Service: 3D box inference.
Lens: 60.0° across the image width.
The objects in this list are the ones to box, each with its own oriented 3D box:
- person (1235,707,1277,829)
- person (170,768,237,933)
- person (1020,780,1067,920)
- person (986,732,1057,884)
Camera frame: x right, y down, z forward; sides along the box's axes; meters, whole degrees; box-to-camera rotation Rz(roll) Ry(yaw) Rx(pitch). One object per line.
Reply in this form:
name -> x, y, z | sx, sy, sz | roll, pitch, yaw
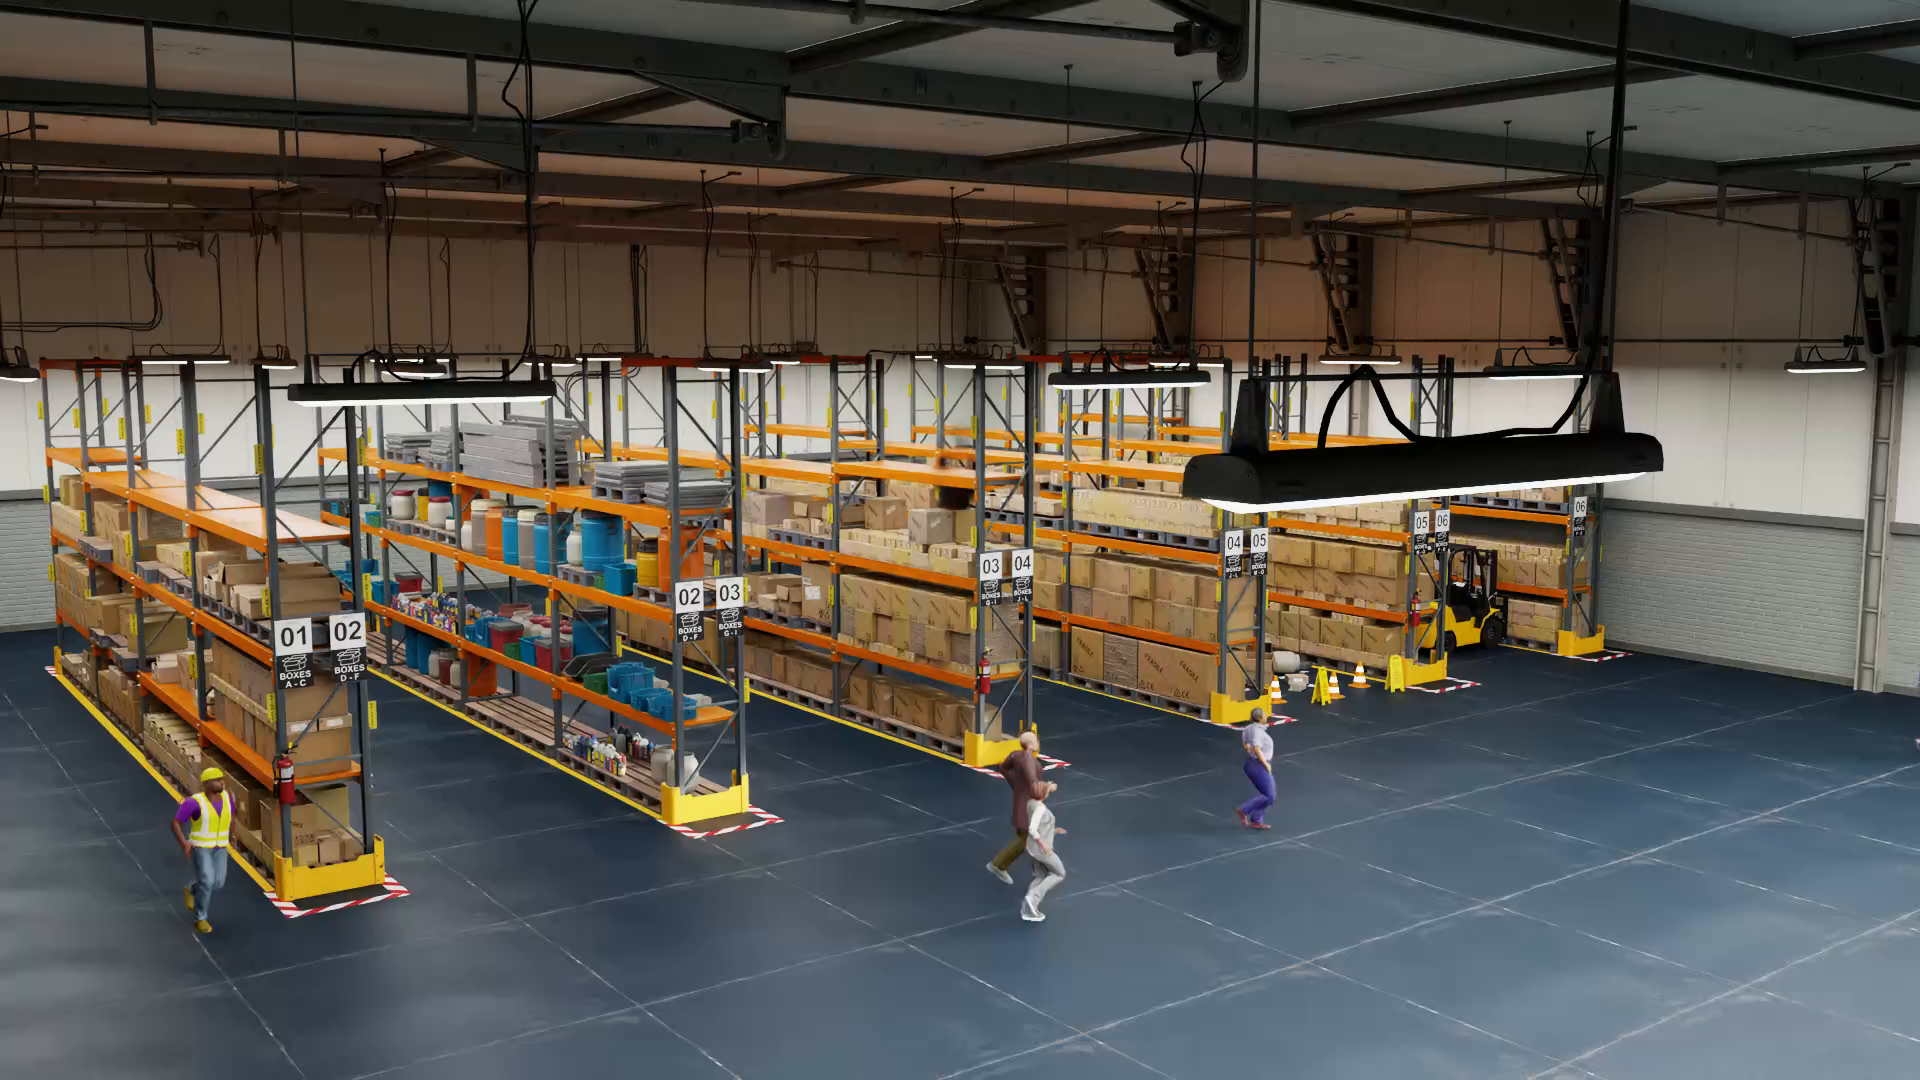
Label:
person -> 3.808, 2.976, 21.530 | 0.537, 1.592, 0.596 | -1, 7, -8
person -> -8.209, 3.333, 18.125 | 0.669, 1.705, 0.744 | 4, 8, 32
person -> 0.923, 3.383, 18.139 | 0.549, 1.559, 0.522 | -2, 7, -17
person -> 0.746, 3.125, 19.363 | 0.947, 1.807, 0.732 | -2, 7, -12
